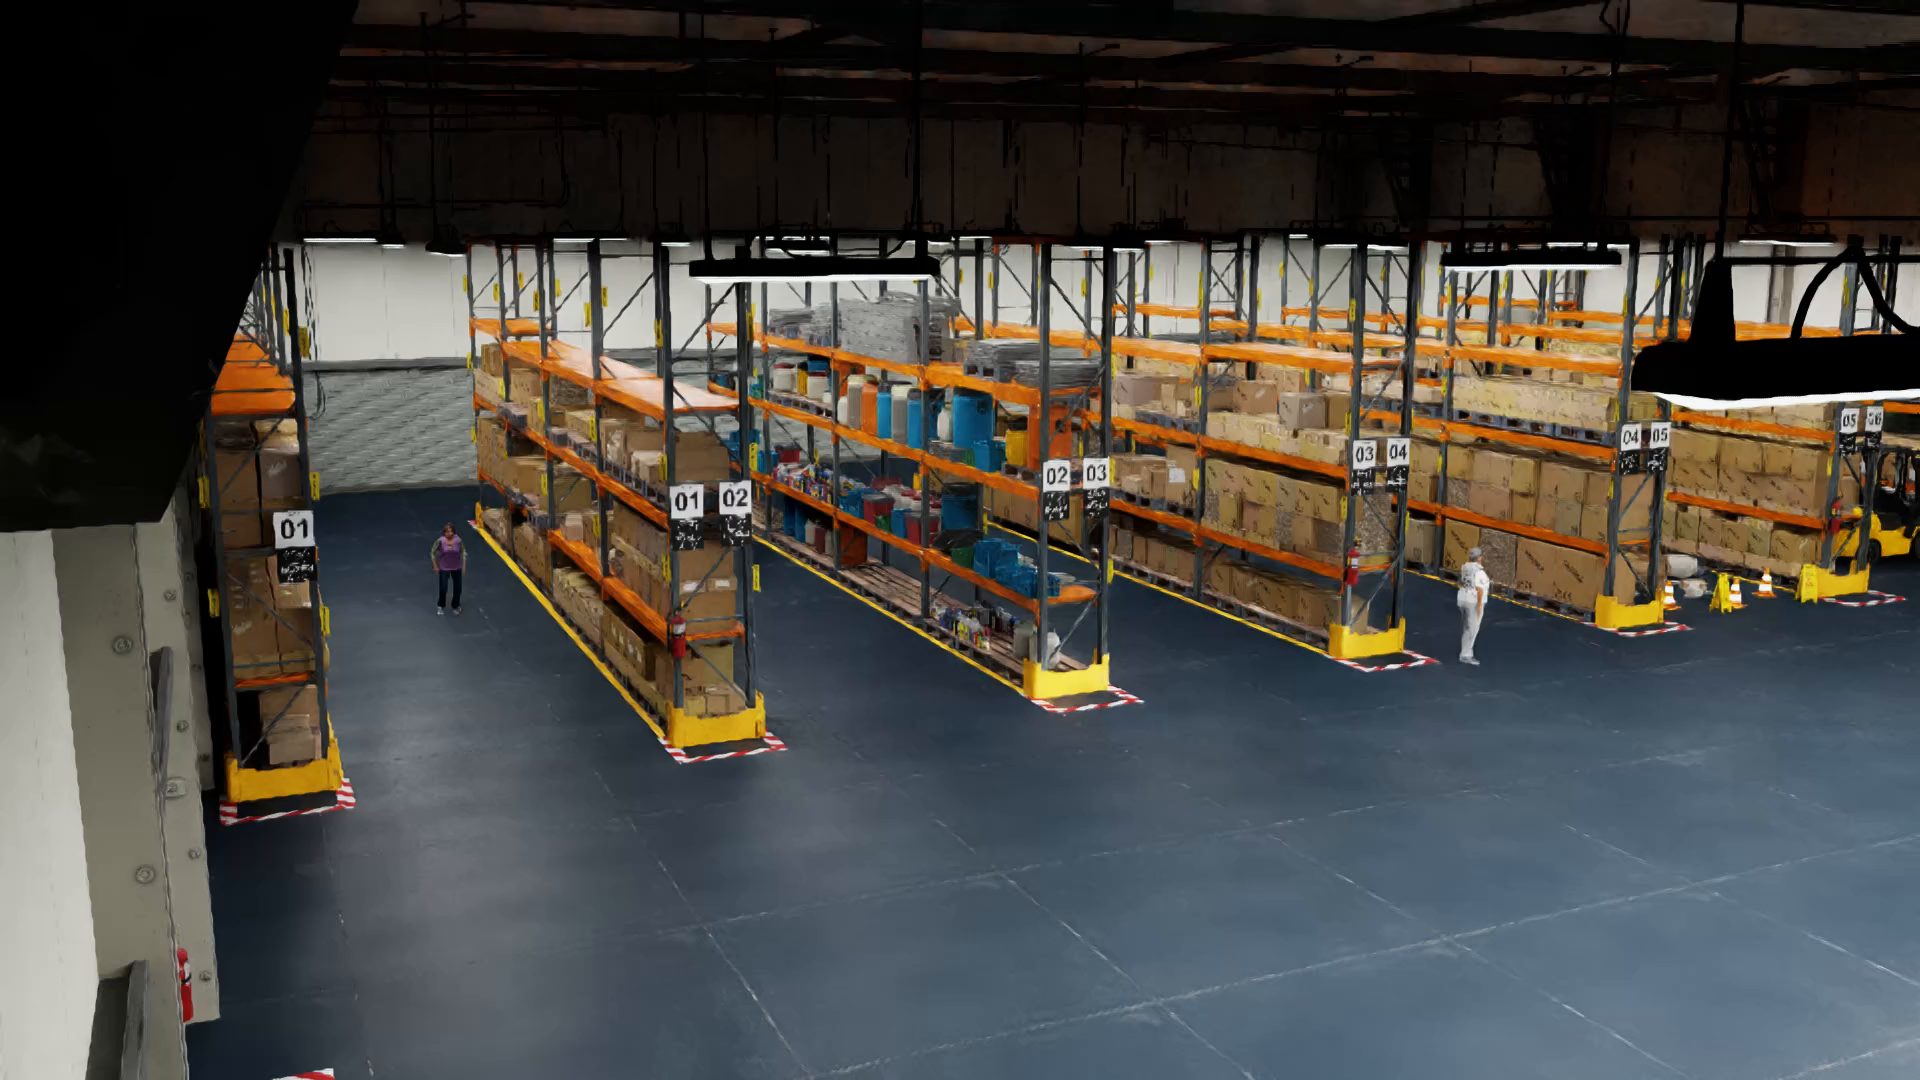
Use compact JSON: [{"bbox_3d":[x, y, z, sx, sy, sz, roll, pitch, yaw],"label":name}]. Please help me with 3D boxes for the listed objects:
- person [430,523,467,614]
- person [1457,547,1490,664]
[{"bbox_3d":[-8.218,0.459,26.752,0.566,1.541,0.519,-6,12,-26],"label":"person"},{"bbox_3d":[7.401,0.926,24.006,0.453,1.660,0.645,-3,11,-14],"label":"person"}]
